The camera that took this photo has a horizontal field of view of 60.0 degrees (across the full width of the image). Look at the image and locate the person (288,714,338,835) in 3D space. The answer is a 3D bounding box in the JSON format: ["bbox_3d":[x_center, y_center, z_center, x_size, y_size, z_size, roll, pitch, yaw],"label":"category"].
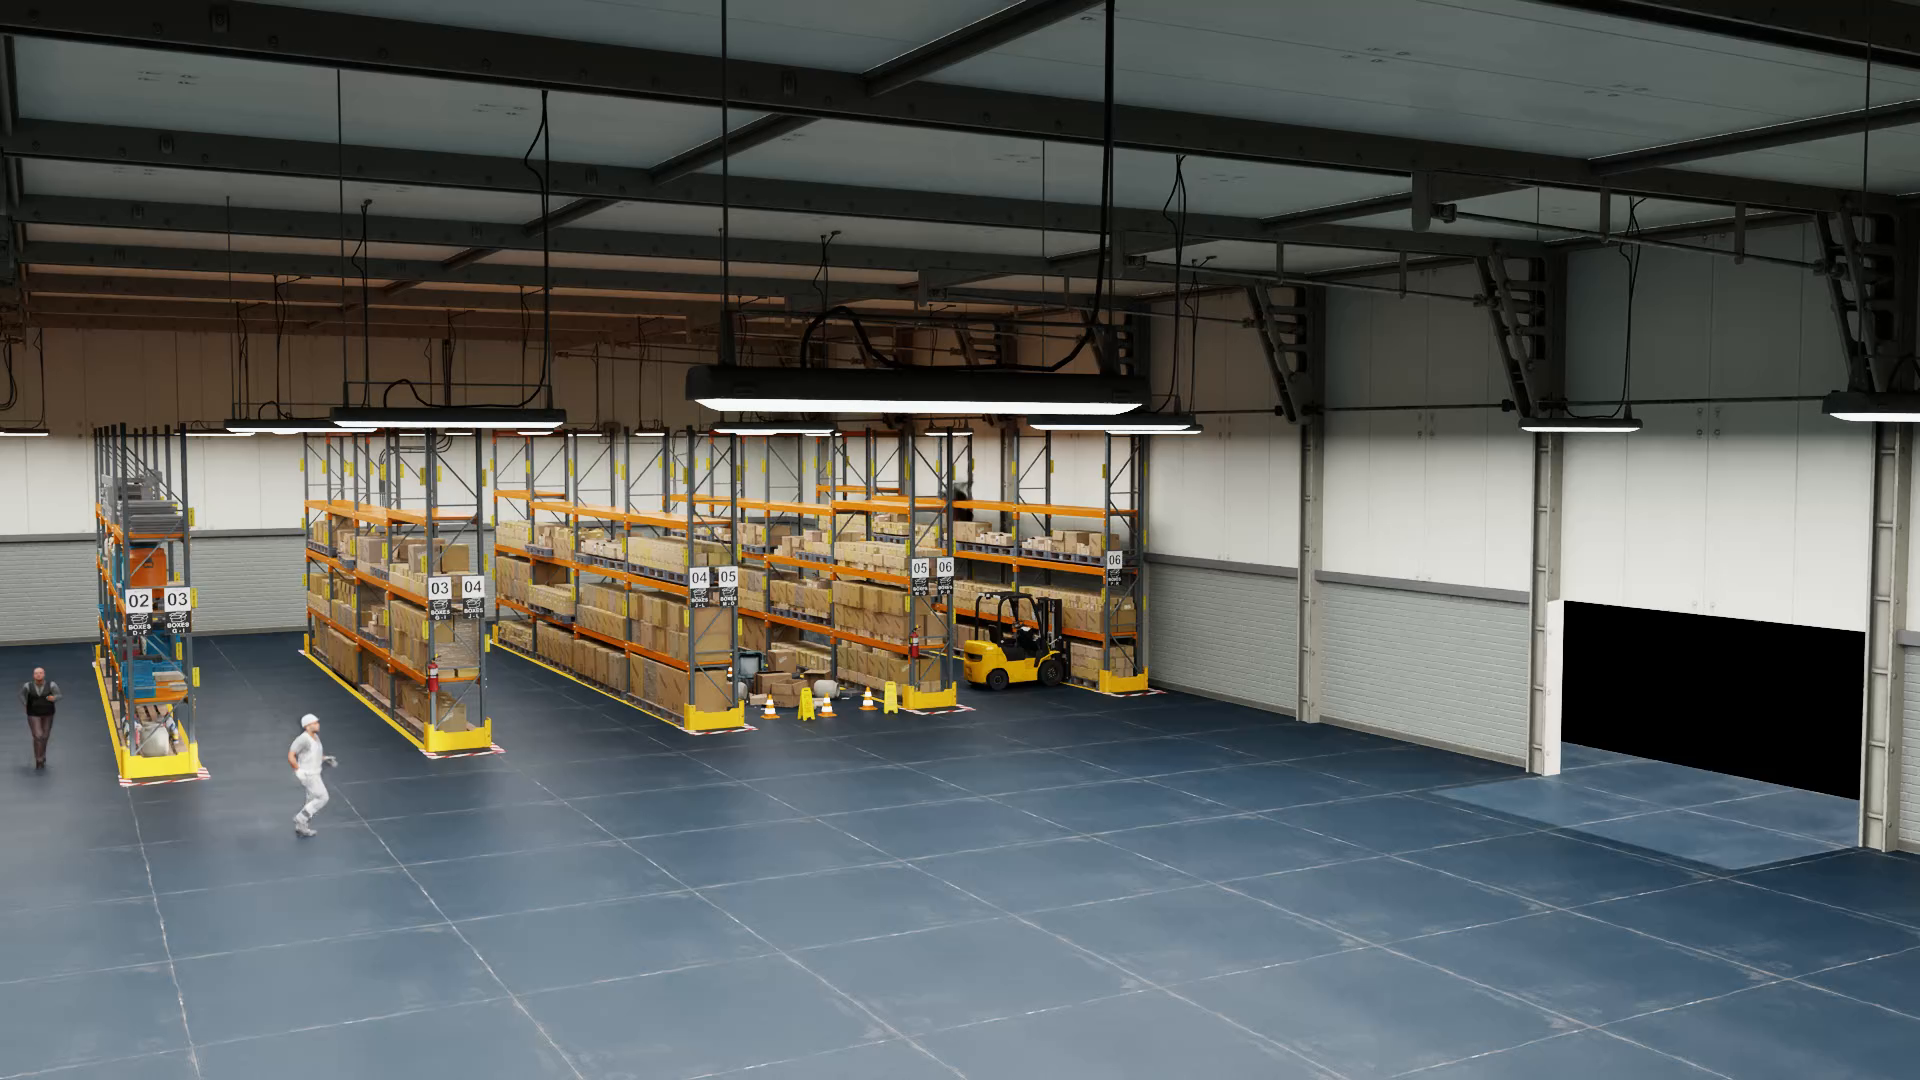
[{"bbox_3d":[-9.316,3.384,24.007,0.574,1.749,0.663,0,3,-7],"label":"person"}]

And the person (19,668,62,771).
[{"bbox_3d":[-16.041,3.111,29.064,0.630,1.785,0.789,-3,4,-37],"label":"person"}]

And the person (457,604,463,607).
[{"bbox_3d":[-13.652,2.227,45.151,0.566,1.552,0.482,-1,4,-20],"label":"person"}]
